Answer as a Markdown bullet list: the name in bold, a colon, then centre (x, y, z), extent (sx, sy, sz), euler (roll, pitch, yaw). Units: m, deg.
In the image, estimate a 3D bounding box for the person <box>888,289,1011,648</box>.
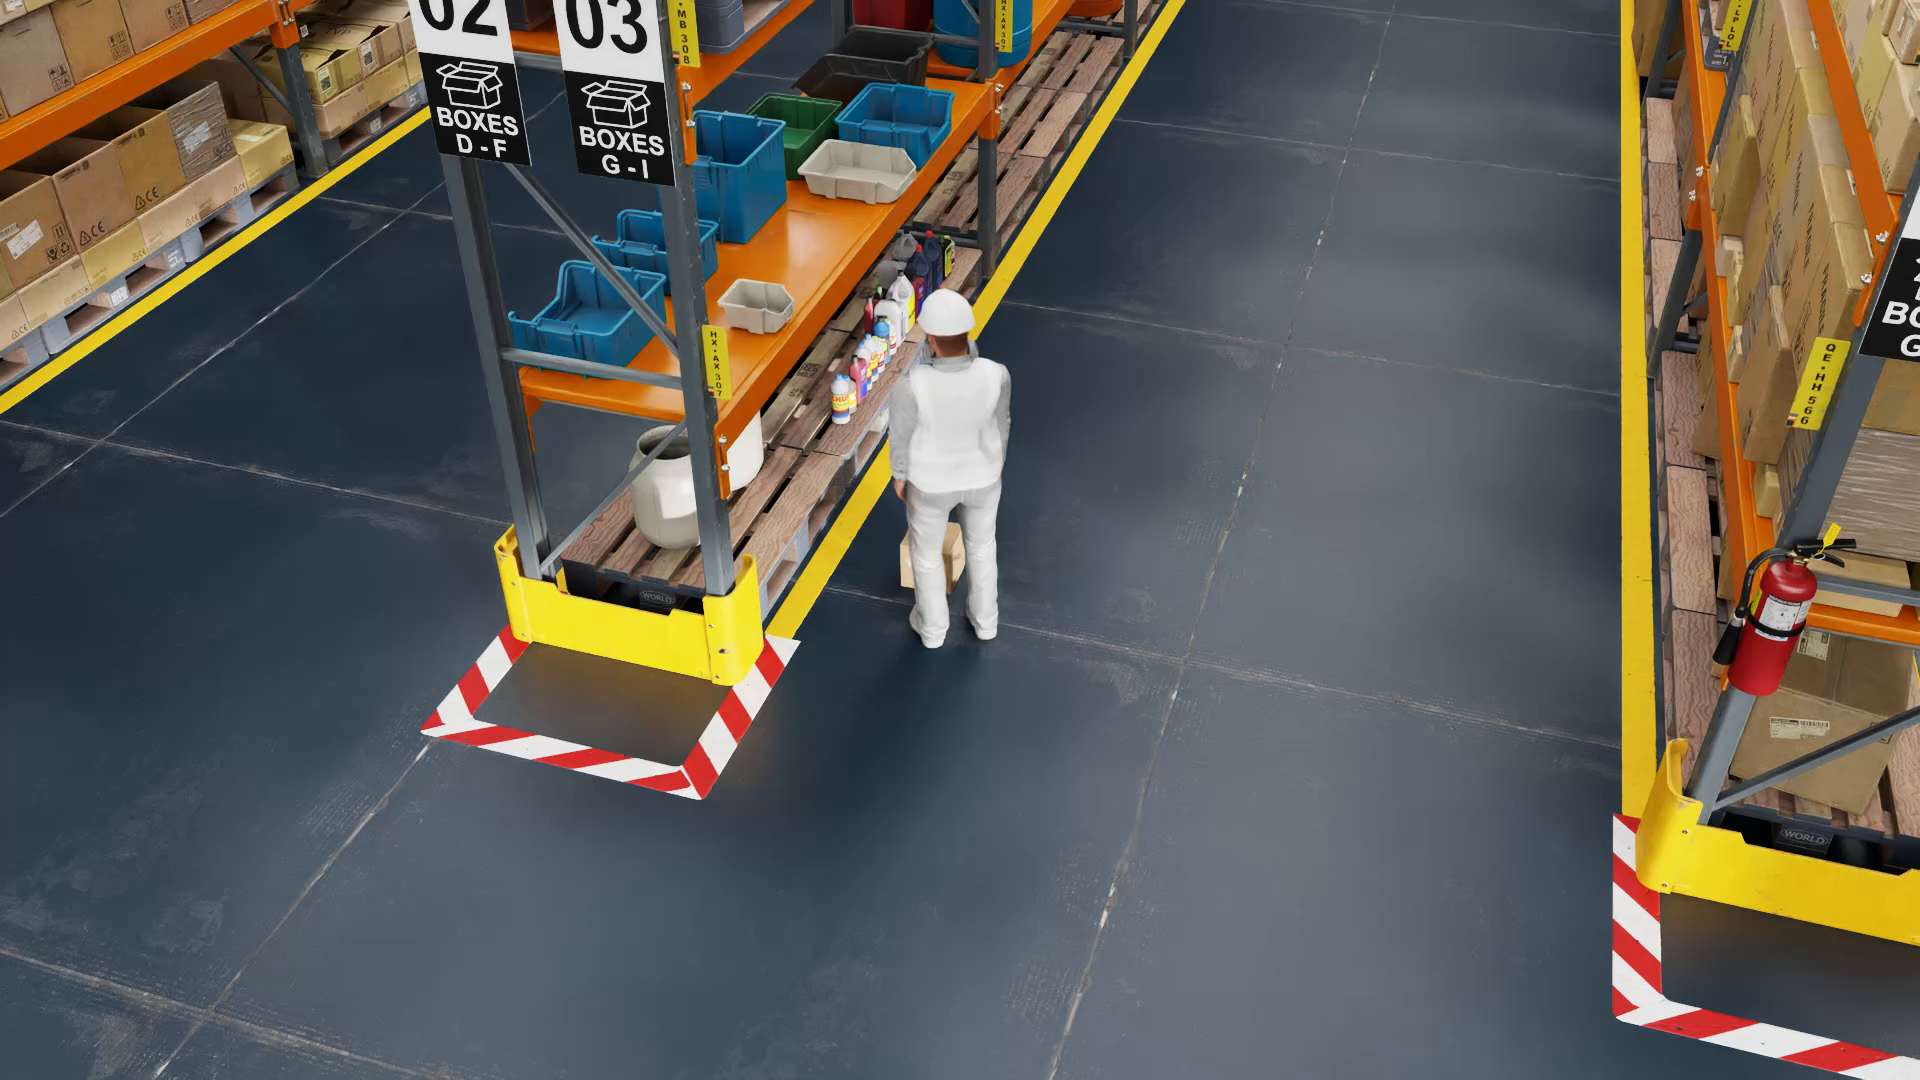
- **person**: centre (-0.049, -0.290, 7.268), extent (0.534, 1.764, 0.356), euler (-9, 38, -11)
